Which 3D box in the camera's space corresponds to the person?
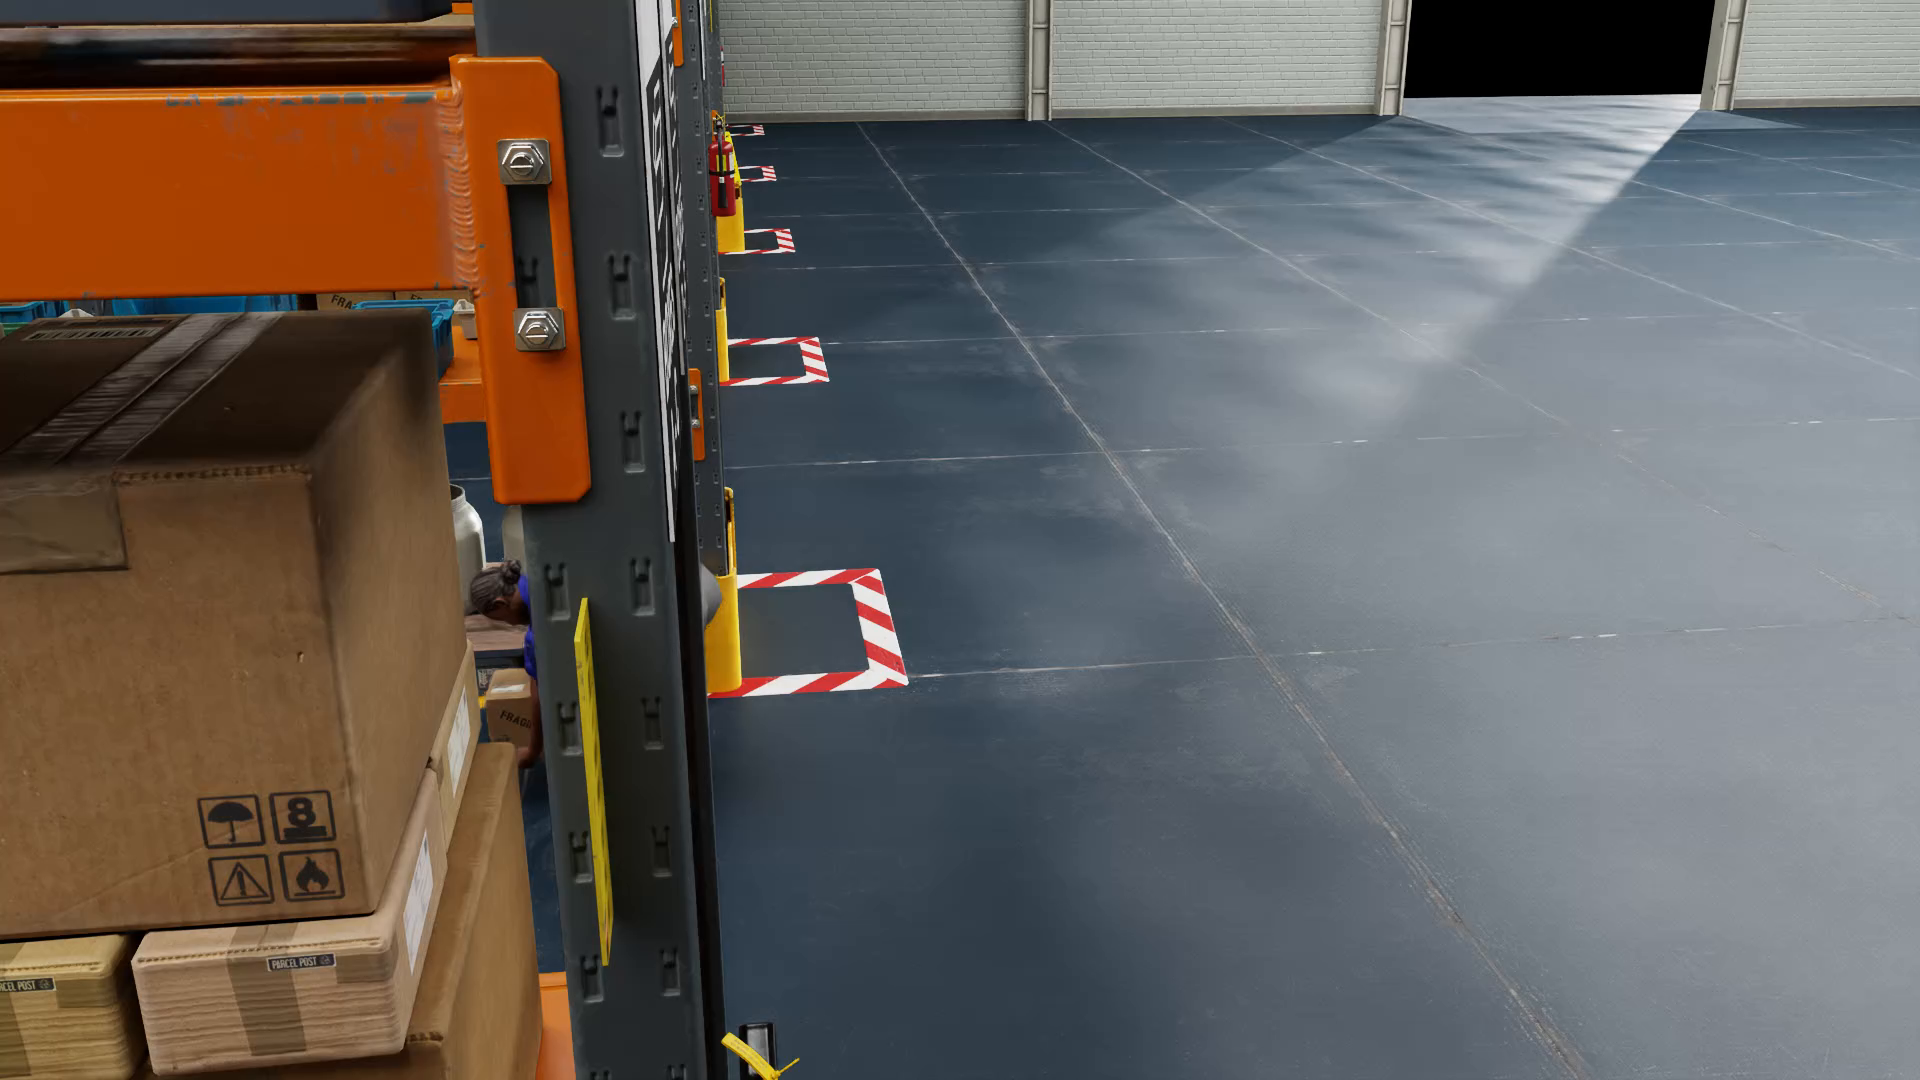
[{"bbox_3d":[-1.267,0.468,5.847,0.874,0.943,0.437,3,20,8],"label":"person"}]
